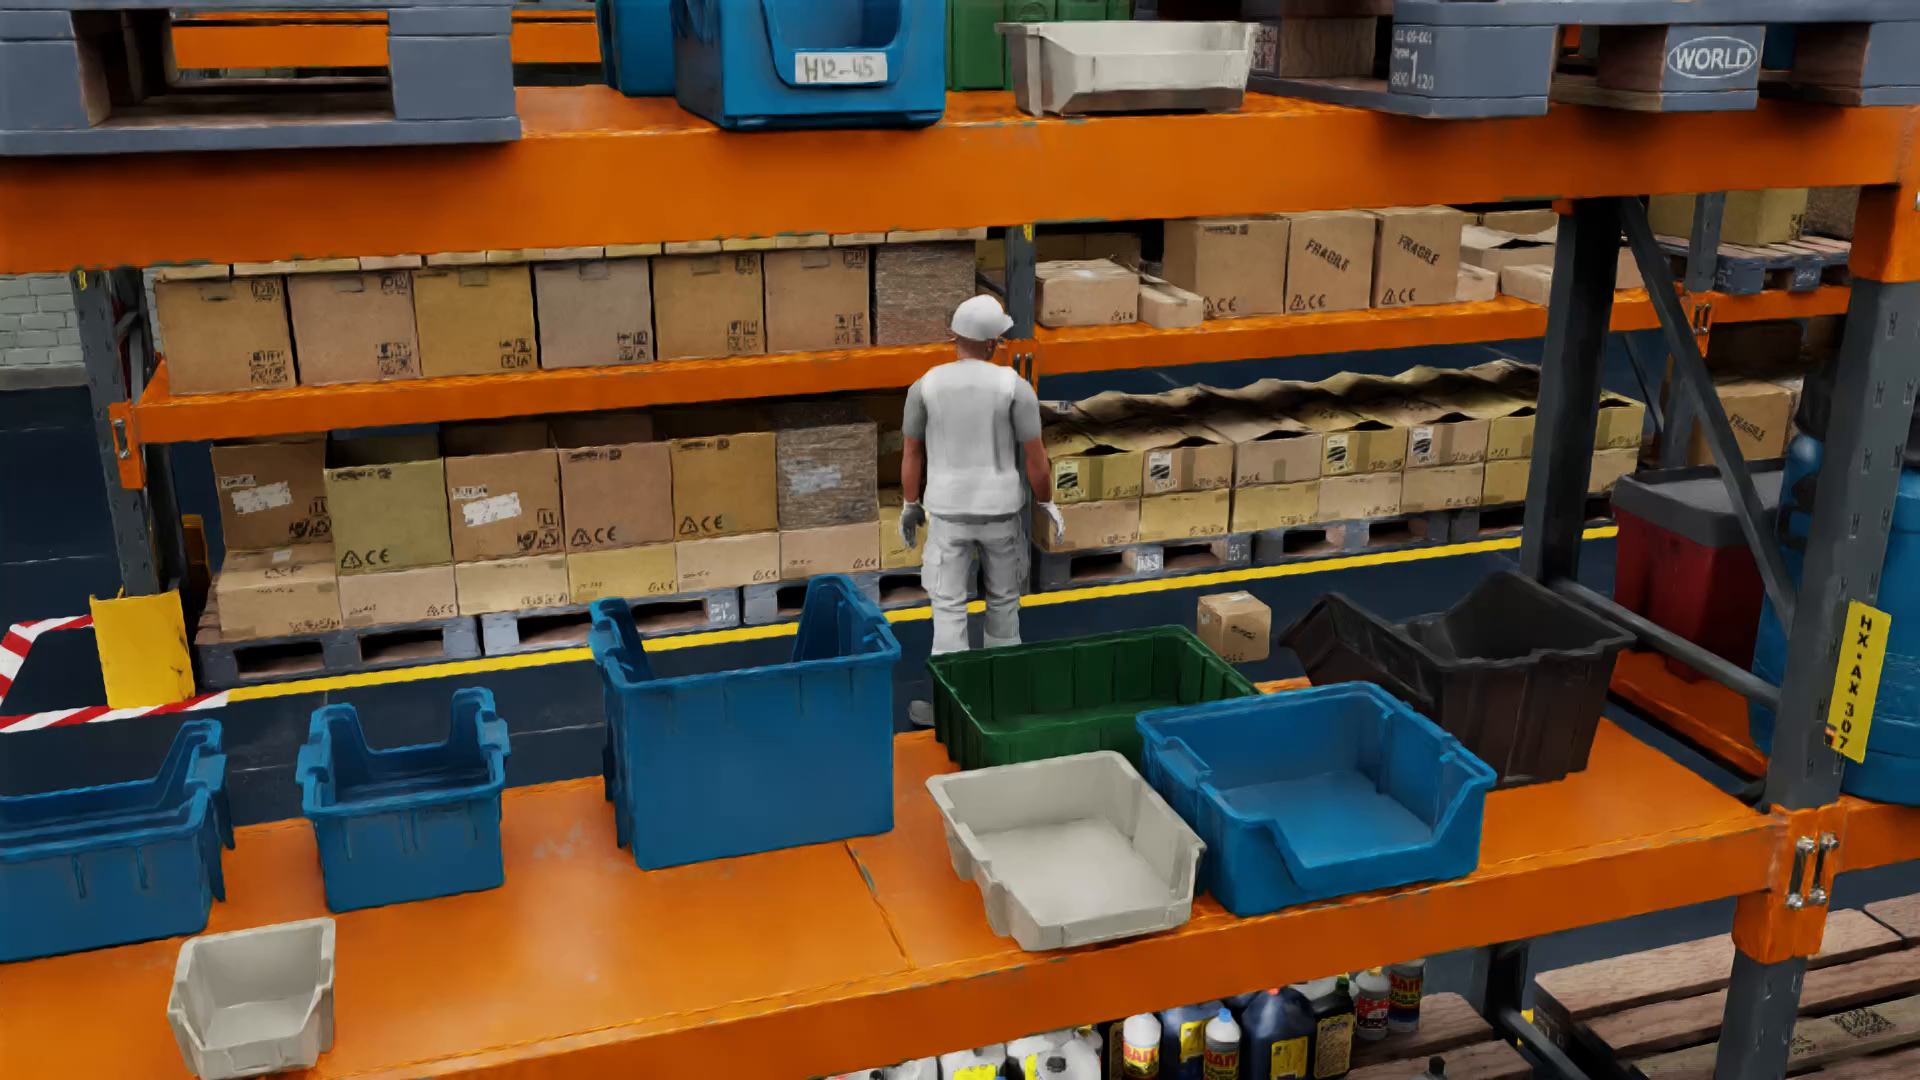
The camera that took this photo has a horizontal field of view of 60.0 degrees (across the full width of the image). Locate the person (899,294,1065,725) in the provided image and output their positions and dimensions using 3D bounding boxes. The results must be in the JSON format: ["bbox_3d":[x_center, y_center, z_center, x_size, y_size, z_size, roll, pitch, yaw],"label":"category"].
[{"bbox_3d":[0.089,-0.131,6.834,0.682,1.787,0.579,-1,19,-2],"label":"person"}]
